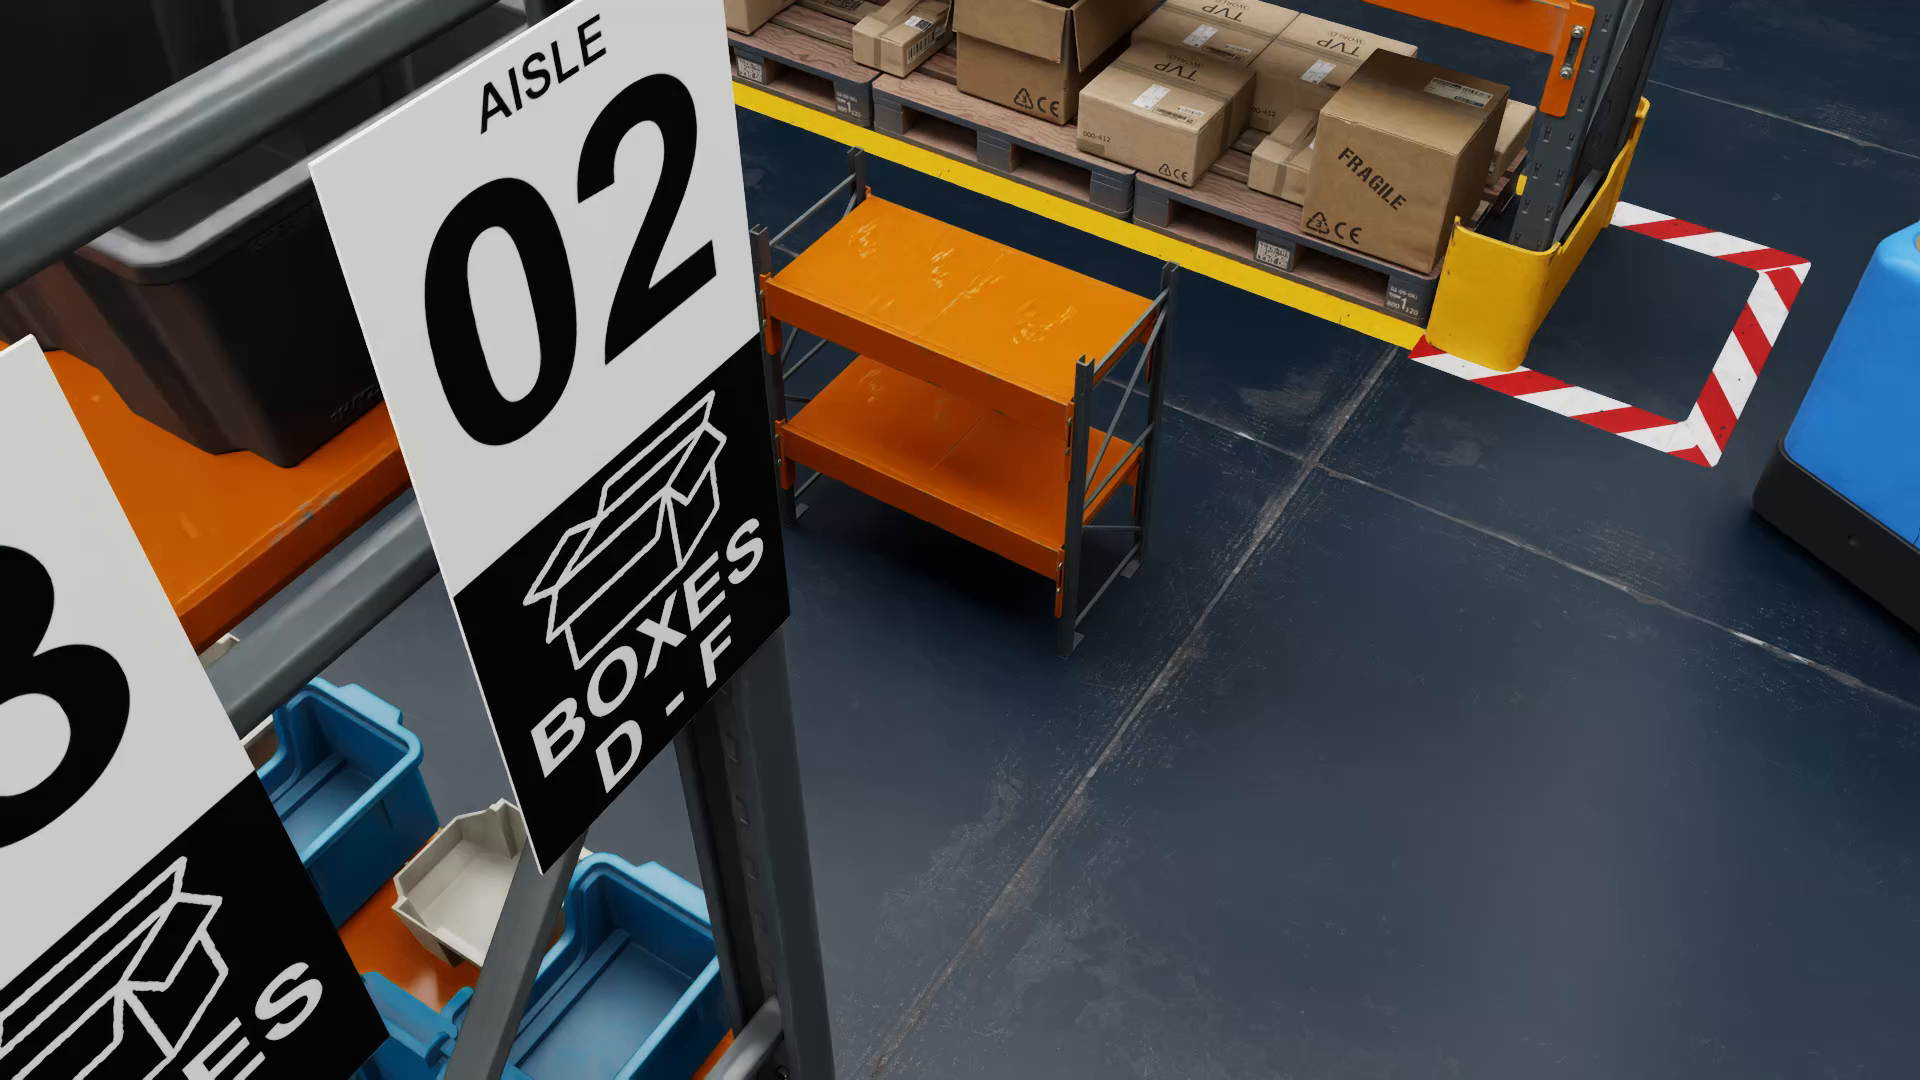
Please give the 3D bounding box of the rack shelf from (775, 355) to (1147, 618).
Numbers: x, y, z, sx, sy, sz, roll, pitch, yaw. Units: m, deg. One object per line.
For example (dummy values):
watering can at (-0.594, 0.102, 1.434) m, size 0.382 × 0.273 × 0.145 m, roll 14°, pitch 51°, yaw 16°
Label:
rack shelf at (0.006, -0.219, 5.019) m, size 1.000 × 0.278 × 0.538 m, roll 25°, pitch 51°, yaw 22°

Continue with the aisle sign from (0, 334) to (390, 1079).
aisle sign at (-0.611, 0.282, 1.072) m, size 0.004 × 0.787 × 0.394 m, roll 25°, pitch 51°, yaw 22°

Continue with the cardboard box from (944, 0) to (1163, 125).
cardboard box at (0.381, -2.114, 6.646) m, size 0.637 × 0.503 × 0.797 m, roll 25°, pitch 51°, yaw 22°

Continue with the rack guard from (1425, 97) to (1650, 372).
rack guard at (2.100, -1.164, 6.033) m, size 0.348 × 0.500 × 1.175 m, roll 25°, pitch 51°, yaw 22°

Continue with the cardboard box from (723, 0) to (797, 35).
cardboard box at (-0.967, -2.478, 7.134) m, size 0.500 × 0.311 × 0.500 m, roll 25°, pitch 51°, yaw 22°

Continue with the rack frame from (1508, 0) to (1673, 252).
rack frame at (2.164, -2.006, 5.108) m, size 0.127 × 3.000 × 1.000 m, roll 25°, pitch 51°, yaw 22°

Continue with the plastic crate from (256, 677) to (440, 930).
plastic crate at (-1.098, 0.471, 2.775) m, size 0.300 × 0.233 × 0.416 m, roll 25°, pitch 51°, yaw 22°

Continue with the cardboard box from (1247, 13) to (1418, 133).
cardboard box at (1.438, -1.776, 6.495) m, size 0.500 × 0.250 × 0.500 m, roll 25°, pitch 51°, yaw 22°

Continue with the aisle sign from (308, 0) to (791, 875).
aisle sign at (-0.293, -0.074, 1.418) m, size 0.004 × 0.787 × 0.394 m, roll 25°, pitch 51°, yaw 22°

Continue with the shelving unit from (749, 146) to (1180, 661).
shelving unit at (0.006, -0.389, 4.844) m, size 1.048 × 1.125 × 0.538 m, roll 25°, pitch 51°, yaw 22°

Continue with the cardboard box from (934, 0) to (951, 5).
cardboard box at (0.061, -2.431, 7.089) m, size 0.500 × 0.311 × 0.500 m, roll 25°, pitch 51°, yaw 22°

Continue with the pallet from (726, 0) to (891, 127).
pallet at (-0.626, -2.316, 7.354) m, size 1.213 × 0.211 × 1.003 m, roll 25°, pitch 51°, yaw 22°

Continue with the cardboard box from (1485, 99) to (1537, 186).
cardboard box at (1.997, -1.535, 6.331) m, size 0.250 × 0.149 × 0.380 m, roll 25°, pitch 51°, yaw 22°

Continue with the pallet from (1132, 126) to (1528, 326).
pallet at (1.428, -1.371, 6.436) m, size 1.213 × 0.211 × 1.003 m, roll 25°, pitch 51°, yaw 22°

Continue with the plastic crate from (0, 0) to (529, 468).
plastic crate at (-0.687, -0.334, 1.483) m, size 0.590 × 0.269 × 0.497 m, roll 25°, pitch 51°, yaw 22°

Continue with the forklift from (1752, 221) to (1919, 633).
forklift at (4.031, -1.354, 4.522) m, size 3.031 × 2.935 × 1.130 m, roll -24°, pitch 50°, yaw -21°

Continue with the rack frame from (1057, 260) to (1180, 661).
rack frame at (0.434, -0.193, 4.653) m, size 0.032 × 1.125 × 0.500 m, roll 25°, pitch 51°, yaw 22°

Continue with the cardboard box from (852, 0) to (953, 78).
cardboard box at (-0.233, -2.098, 6.866) m, size 0.250 × 0.166 × 0.380 m, roll 25°, pitch 51°, yaw 22°

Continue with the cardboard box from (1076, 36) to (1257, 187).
cardboard box at (0.790, -1.649, 6.371) m, size 0.500 × 0.250 × 0.500 m, roll 25°, pitch 51°, yaw 22°

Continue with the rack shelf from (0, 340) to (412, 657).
rack shelf at (-2.197, -0.586, 2.138) m, size 4.000 × 0.370 × 1.077 m, roll 25°, pitch 51°, yaw 22°

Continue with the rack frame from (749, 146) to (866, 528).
rack frame at (-0.422, -0.586, 5.035) m, size 0.032 × 1.125 × 0.500 m, roll 25°, pitch 51°, yaw 22°

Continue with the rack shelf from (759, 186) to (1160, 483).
rack shelf at (0.006, -0.593, 4.634) m, size 1.000 × 0.278 × 0.538 m, roll 25°, pitch 51°, yaw 22°

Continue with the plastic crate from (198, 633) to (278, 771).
plastic crate at (-1.340, 0.323, 2.987) m, size 0.298 × 0.136 × 0.250 m, roll 25°, pitch 51°, yaw 22°

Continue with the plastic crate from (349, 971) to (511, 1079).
plastic crate at (-0.896, 0.933, 2.185) m, size 0.499 × 0.435 × 0.616 m, roll 25°, pitch 51°, yaw 22°

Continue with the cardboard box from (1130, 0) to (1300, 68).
cardboard box at (1.017, -1.970, 6.683) m, size 0.500 × 0.250 × 0.500 m, roll 25°, pitch 51°, yaw 22°

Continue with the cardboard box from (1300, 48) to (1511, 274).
cardboard box at (1.573, -1.350, 5.906) m, size 0.500 × 0.500 × 0.500 m, roll 25°, pitch 51°, yaw 22°

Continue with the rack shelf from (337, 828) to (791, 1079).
rack shelf at (-2.197, 0.459, 3.214) m, size 4.000 × 0.370 × 1.077 m, roll 25°, pitch 51°, yaw 22°

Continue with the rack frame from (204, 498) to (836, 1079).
rack frame at (-0.514, 0.983, 2.203) m, size 0.127 × 3.000 × 1.000 m, roll 25°, pitch 51°, yaw 22°

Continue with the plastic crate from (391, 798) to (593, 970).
plastic crate at (-0.769, 0.585, 2.732) m, size 0.298 × 0.136 × 0.250 m, roll 25°, pitch 51°, yaw 22°

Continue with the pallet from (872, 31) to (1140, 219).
pallet at (0.405, -1.844, 6.895) m, size 1.213 × 0.211 × 1.003 m, roll 25°, pitch 51°, yaw 22°

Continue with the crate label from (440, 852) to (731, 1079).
crate label at (-0.544, 0.726, 2.528) m, size 0.303 × 0.233 × 0.416 m, roll 25°, pitch 51°, yaw 22°

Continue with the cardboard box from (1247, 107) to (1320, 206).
cardboard box at (1.281, -1.445, 6.231) m, size 0.250 × 0.166 × 0.380 m, roll 25°, pitch 51°, yaw 22°

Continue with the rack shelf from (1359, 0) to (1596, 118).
rack shelf at (0.480, -2.529, 6.118) m, size 4.000 × 0.370 × 1.077 m, roll 25°, pitch 51°, yaw 22°
